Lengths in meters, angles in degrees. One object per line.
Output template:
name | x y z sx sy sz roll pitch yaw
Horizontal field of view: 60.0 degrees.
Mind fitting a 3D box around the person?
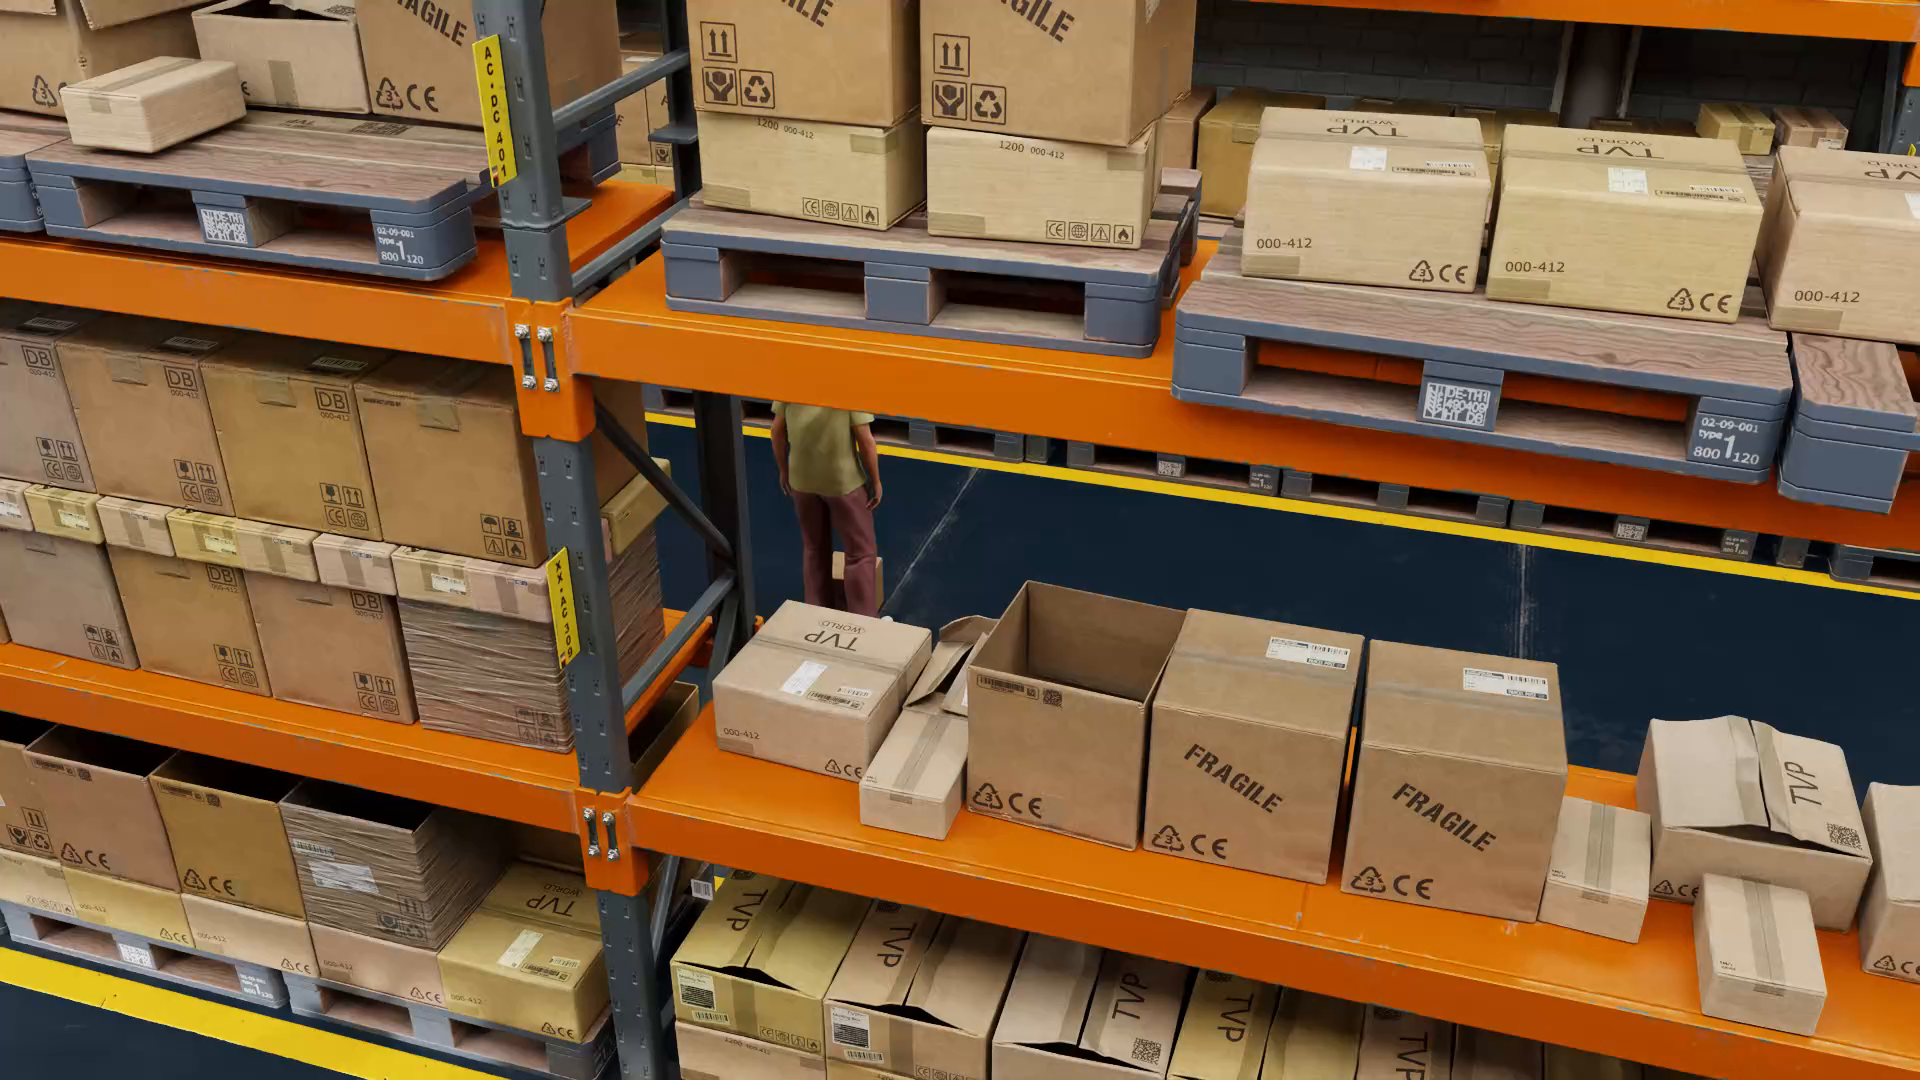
person | -0.584 -0.278 7.569 0.500 1.673 0.404 8 30 15
